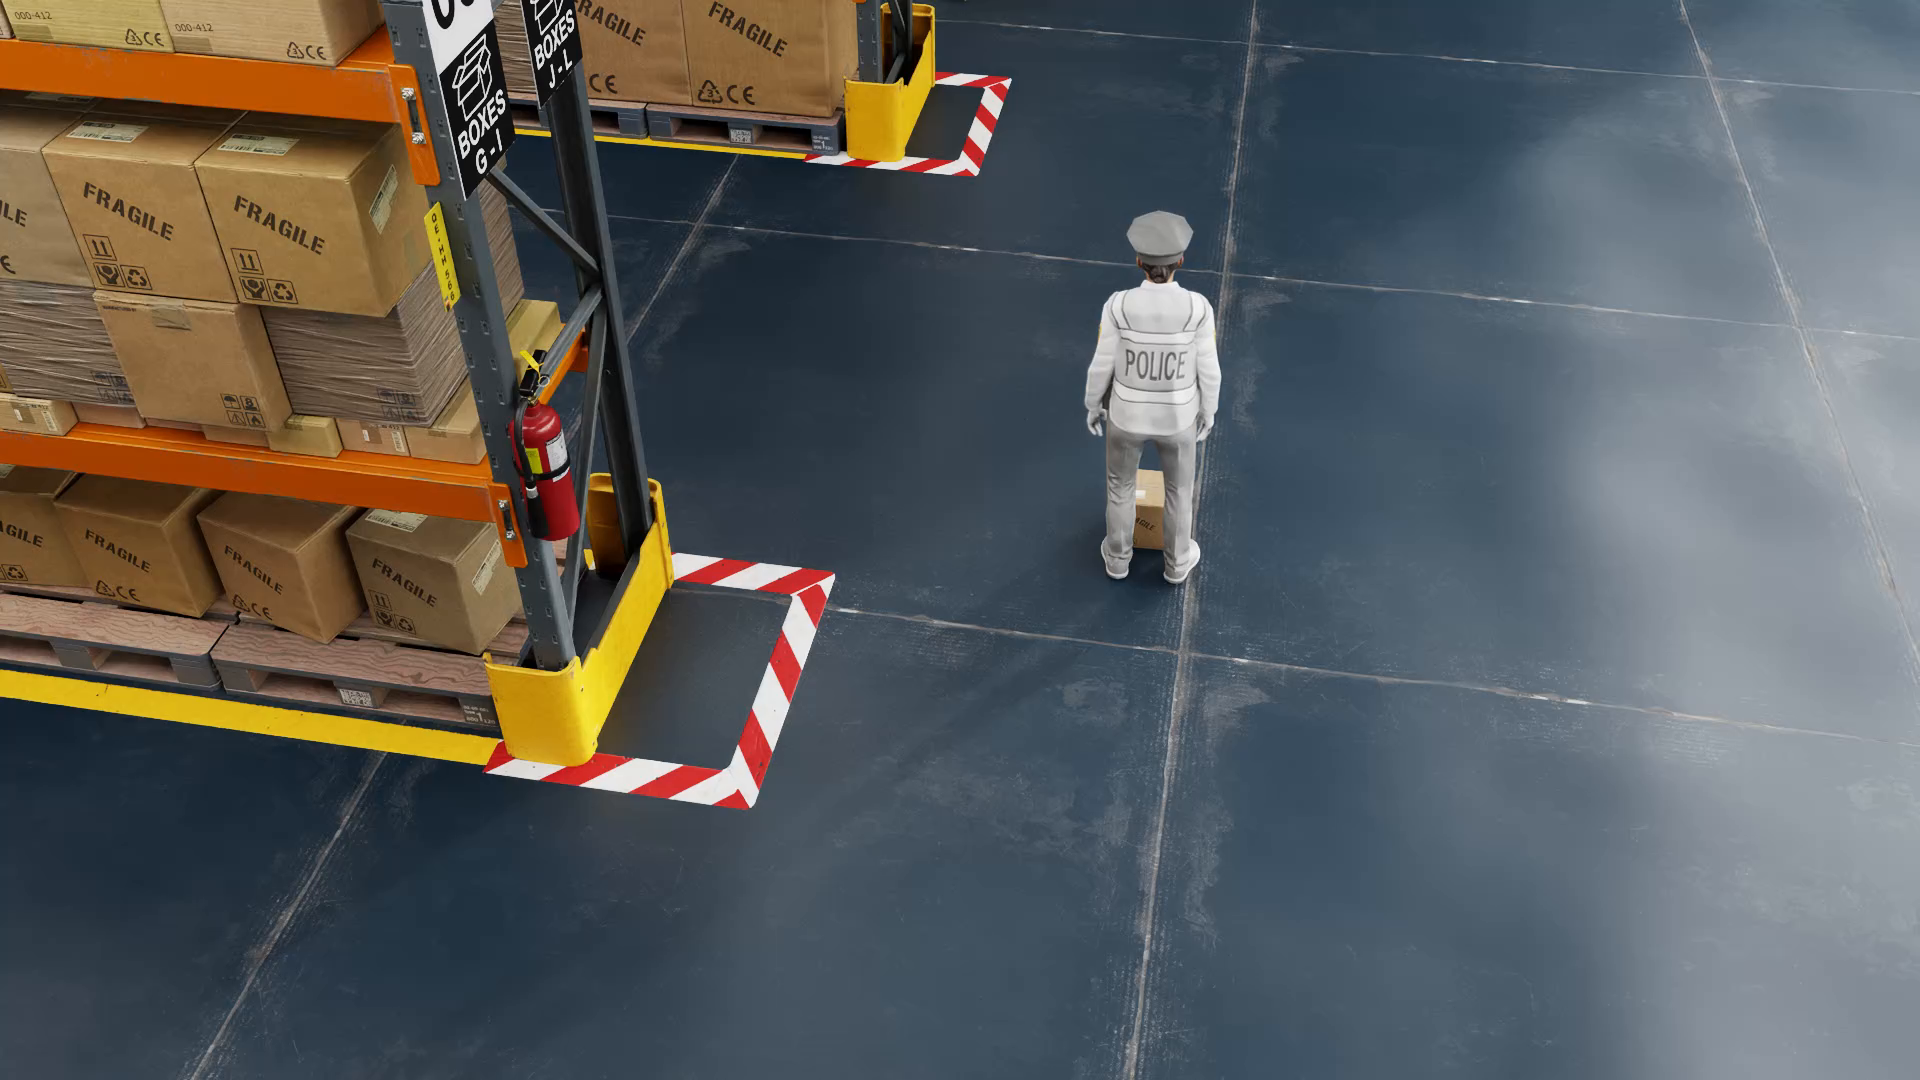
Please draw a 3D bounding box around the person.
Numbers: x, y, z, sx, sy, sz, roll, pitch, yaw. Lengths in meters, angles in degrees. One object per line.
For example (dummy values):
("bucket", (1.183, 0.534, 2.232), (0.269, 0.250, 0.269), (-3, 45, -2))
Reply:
("person", (0.777, -0.517, 6.754), (0.546, 1.664, 0.376), (4, 41, 5))
